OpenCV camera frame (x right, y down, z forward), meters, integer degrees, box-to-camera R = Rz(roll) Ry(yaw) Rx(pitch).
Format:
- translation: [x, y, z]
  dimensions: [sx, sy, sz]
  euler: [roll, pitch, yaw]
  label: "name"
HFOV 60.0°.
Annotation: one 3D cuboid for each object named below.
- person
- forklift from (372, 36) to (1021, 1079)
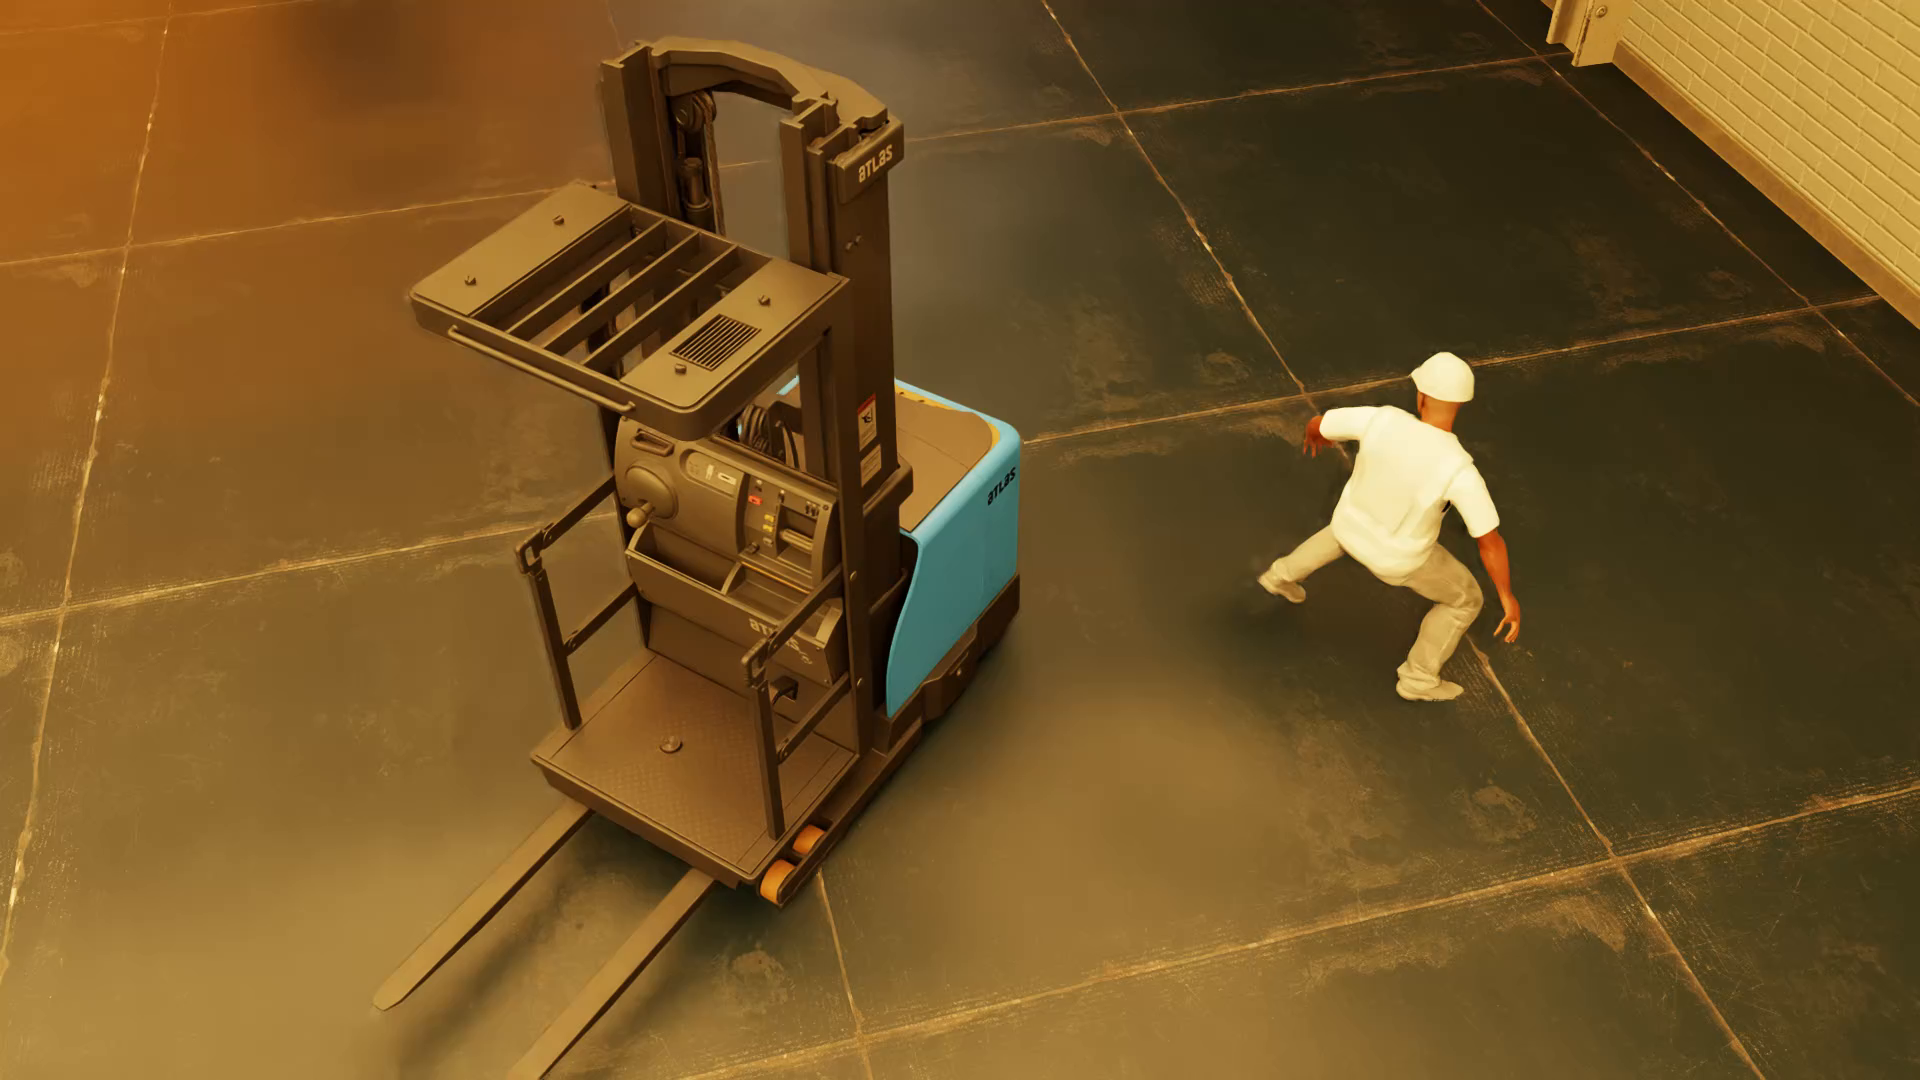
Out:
- translation: [1.799, -0.036, 6.678]
  dimensions: [0.510, 1.643, 1.181]
  euler: [-27, 50, -26]
  label: "person"
- translation: [-0.950, -0.057, 5.705]
  dimensions: [1.130, 2.935, 3.031]
  euler: [23, 48, 23]
  label: "forklift"
